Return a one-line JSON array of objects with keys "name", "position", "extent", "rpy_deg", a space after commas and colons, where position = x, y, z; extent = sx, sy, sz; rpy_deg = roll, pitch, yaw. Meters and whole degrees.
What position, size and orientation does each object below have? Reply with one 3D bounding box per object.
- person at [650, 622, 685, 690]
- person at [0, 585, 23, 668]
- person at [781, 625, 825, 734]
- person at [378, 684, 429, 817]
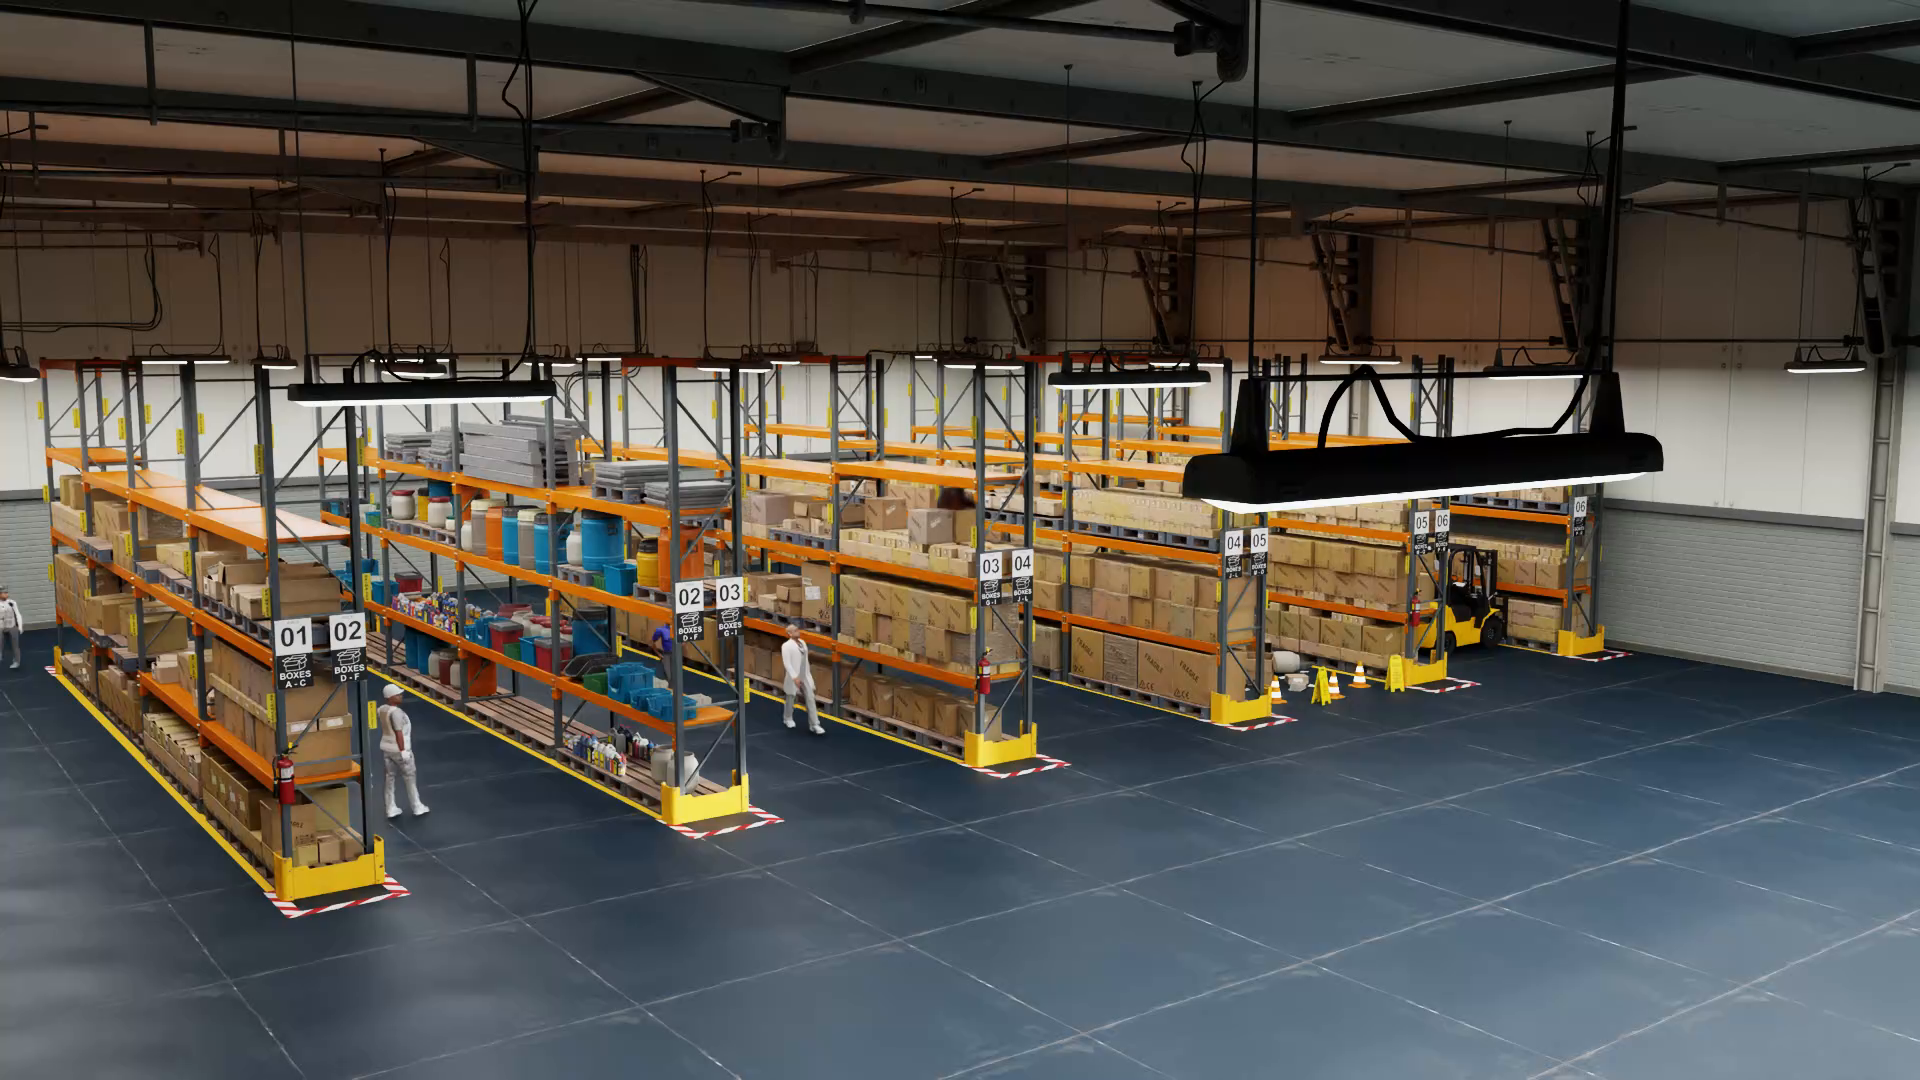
[{"name": "person", "position": [-5.073, 2.085, 28.955], "extent": [0.615, 1.672, 0.744], "rpy_deg": [-4, 8, -29]}, {"name": "person", "position": [-18.228, 1.689, 31.737], "extent": [0.577, 1.639, 0.956], "rpy_deg": [-2, 7, -17]}, {"name": "person", "position": [-2.594, 2.230, 26.879], "extent": [0.571, 1.706, 1.105], "rpy_deg": [-4, 8, -30]}, {"name": "person", "position": [-7.446, 2.783, 22.197], "extent": [0.575, 1.783, 0.569], "rpy_deg": [4, 8, 33]}]
